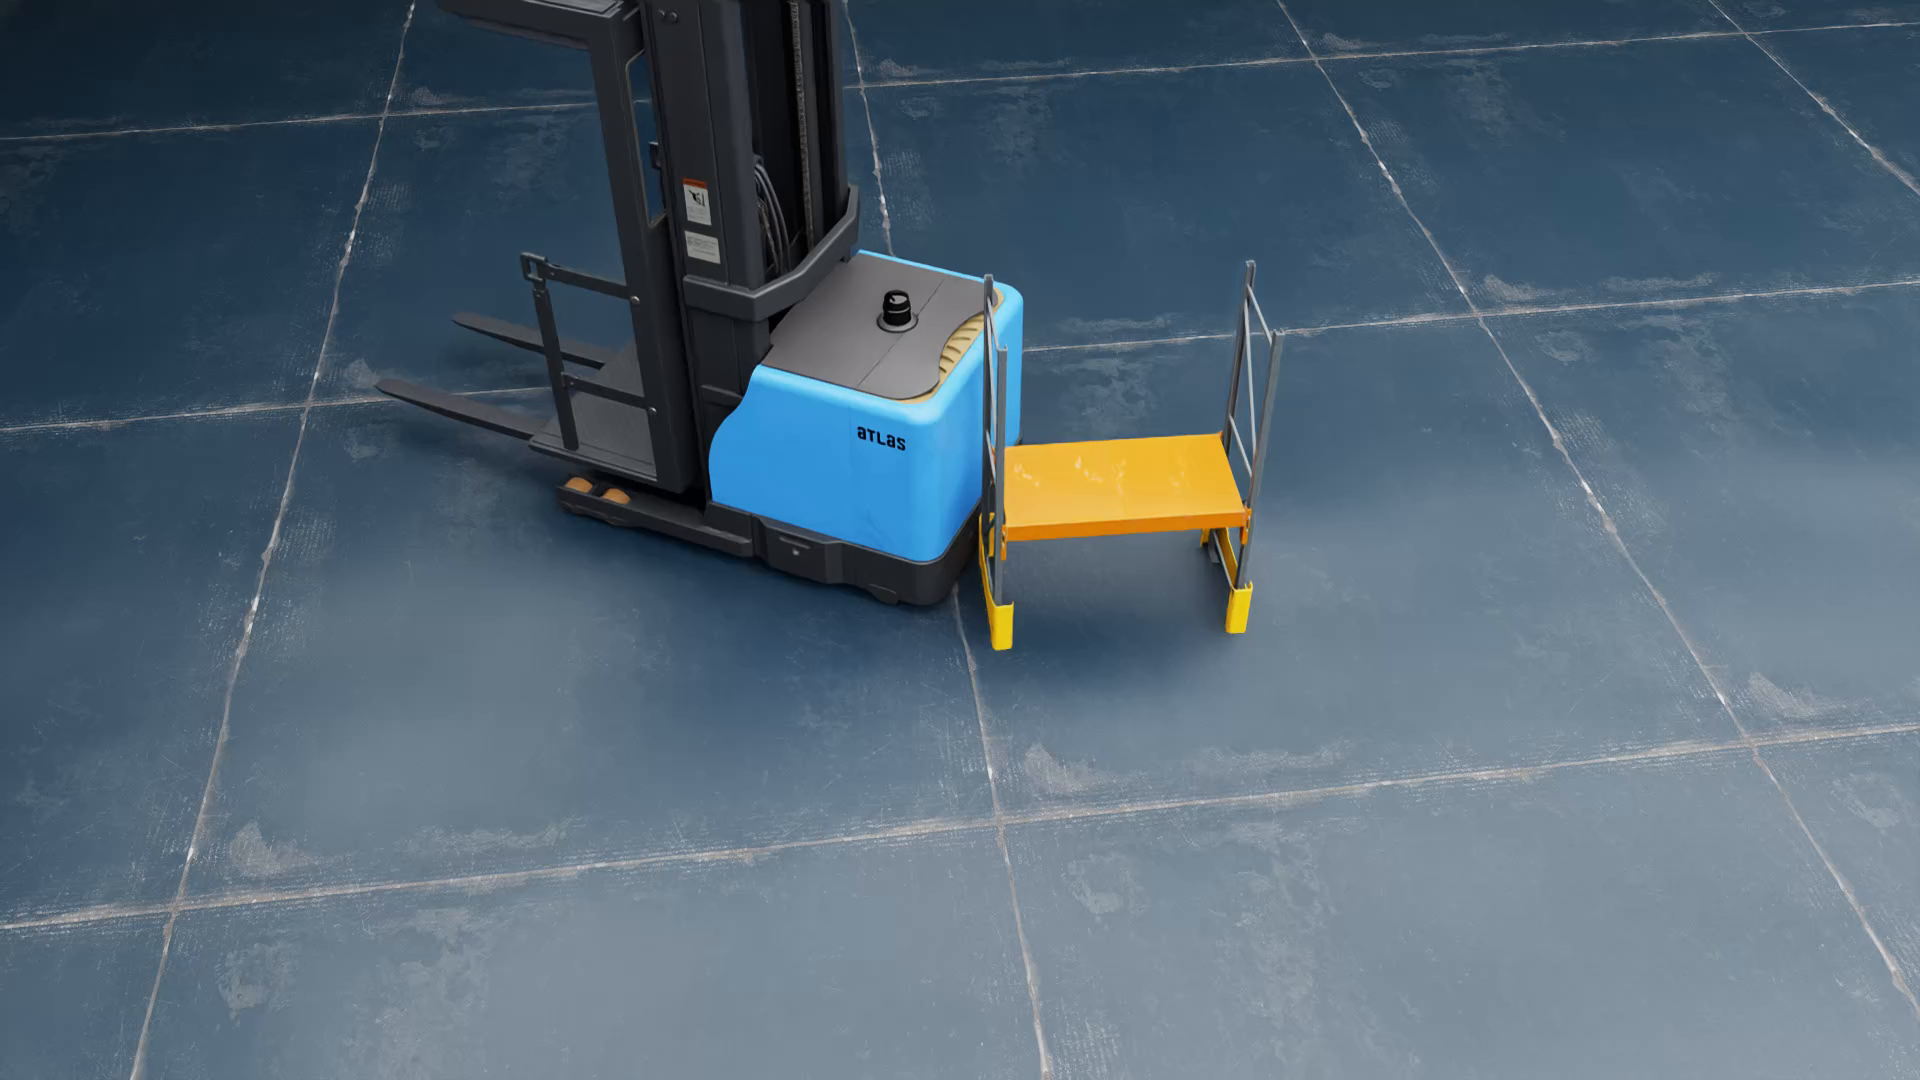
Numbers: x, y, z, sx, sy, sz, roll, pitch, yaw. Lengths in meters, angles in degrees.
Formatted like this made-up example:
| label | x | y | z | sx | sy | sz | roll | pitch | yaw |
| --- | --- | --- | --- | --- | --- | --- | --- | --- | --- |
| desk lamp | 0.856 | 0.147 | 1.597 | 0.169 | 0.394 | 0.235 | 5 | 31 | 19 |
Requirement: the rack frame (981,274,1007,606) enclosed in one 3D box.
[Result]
| label | x | y | z | sx | sy | sz | roll | pitch | yaw |
| --- | --- | --- | --- | --- | --- | --- | --- | --- | --- |
| rack frame | 0.131 | -0.291 | 6.668 | 0.032 | 1.500 | 0.500 | -4 | 42 | -4 |

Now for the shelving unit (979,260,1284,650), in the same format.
| label | x | y | z | sx | sy | sz | roll | pitch | yaw |
| --- | --- | --- | --- | --- | --- | --- | --- | --- | --- |
| shelving unit | 0.646 | -0.325 | 6.705 | 1.083 | 1.500 | 0.587 | -4 | 42 | -4 |

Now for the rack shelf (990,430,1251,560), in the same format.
| label | x | y | z | sx | sy | sz | roll | pitch | yaw |
| --- | --- | --- | --- | --- | --- | --- | --- | --- | --- |
| rack shelf | 0.637 | -0.191 | 6.825 | 1.000 | 0.185 | 0.538 | -4 | 42 | -4 |

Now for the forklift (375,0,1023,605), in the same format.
| label | x | y | z | sx | sy | sz | roll | pitch | yaw |
| --- | --- | --- | --- | --- | --- | --- | --- | --- | --- |
| forklift | -1.281 | -1.462 | 6.897 | 3.031 | 2.935 | 1.130 | 16 | 45 | 17 |

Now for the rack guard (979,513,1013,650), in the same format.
| label | x | y | z | sx | sy | sz | roll | pitch | yaw |
| --- | --- | --- | --- | --- | --- | --- | --- | --- | --- |
| rack guard | 0.151 | 0.172 | 7.088 | 0.087 | 0.250 | 0.587 | -4 | 42 | -4 |

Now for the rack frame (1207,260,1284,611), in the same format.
| label | x | y | z | sx | sy | sz | roll | pitch | yaw |
| --- | --- | --- | --- | --- | --- | --- | --- | --- | --- |
| rack frame | 1.143 | -0.357 | 6.741 | 0.032 | 1.500 | 0.500 | -4 | 42 | -4 |

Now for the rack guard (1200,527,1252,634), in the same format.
| label | x | y | z | sx | sy | sz | roll | pitch | yaw |
| --- | --- | --- | --- | --- | --- | --- | --- | --- | --- |
| rack guard | 1.142 | 0.107 | 7.160 | 0.087 | 0.250 | 0.587 | -4 | 42 | -4 |
